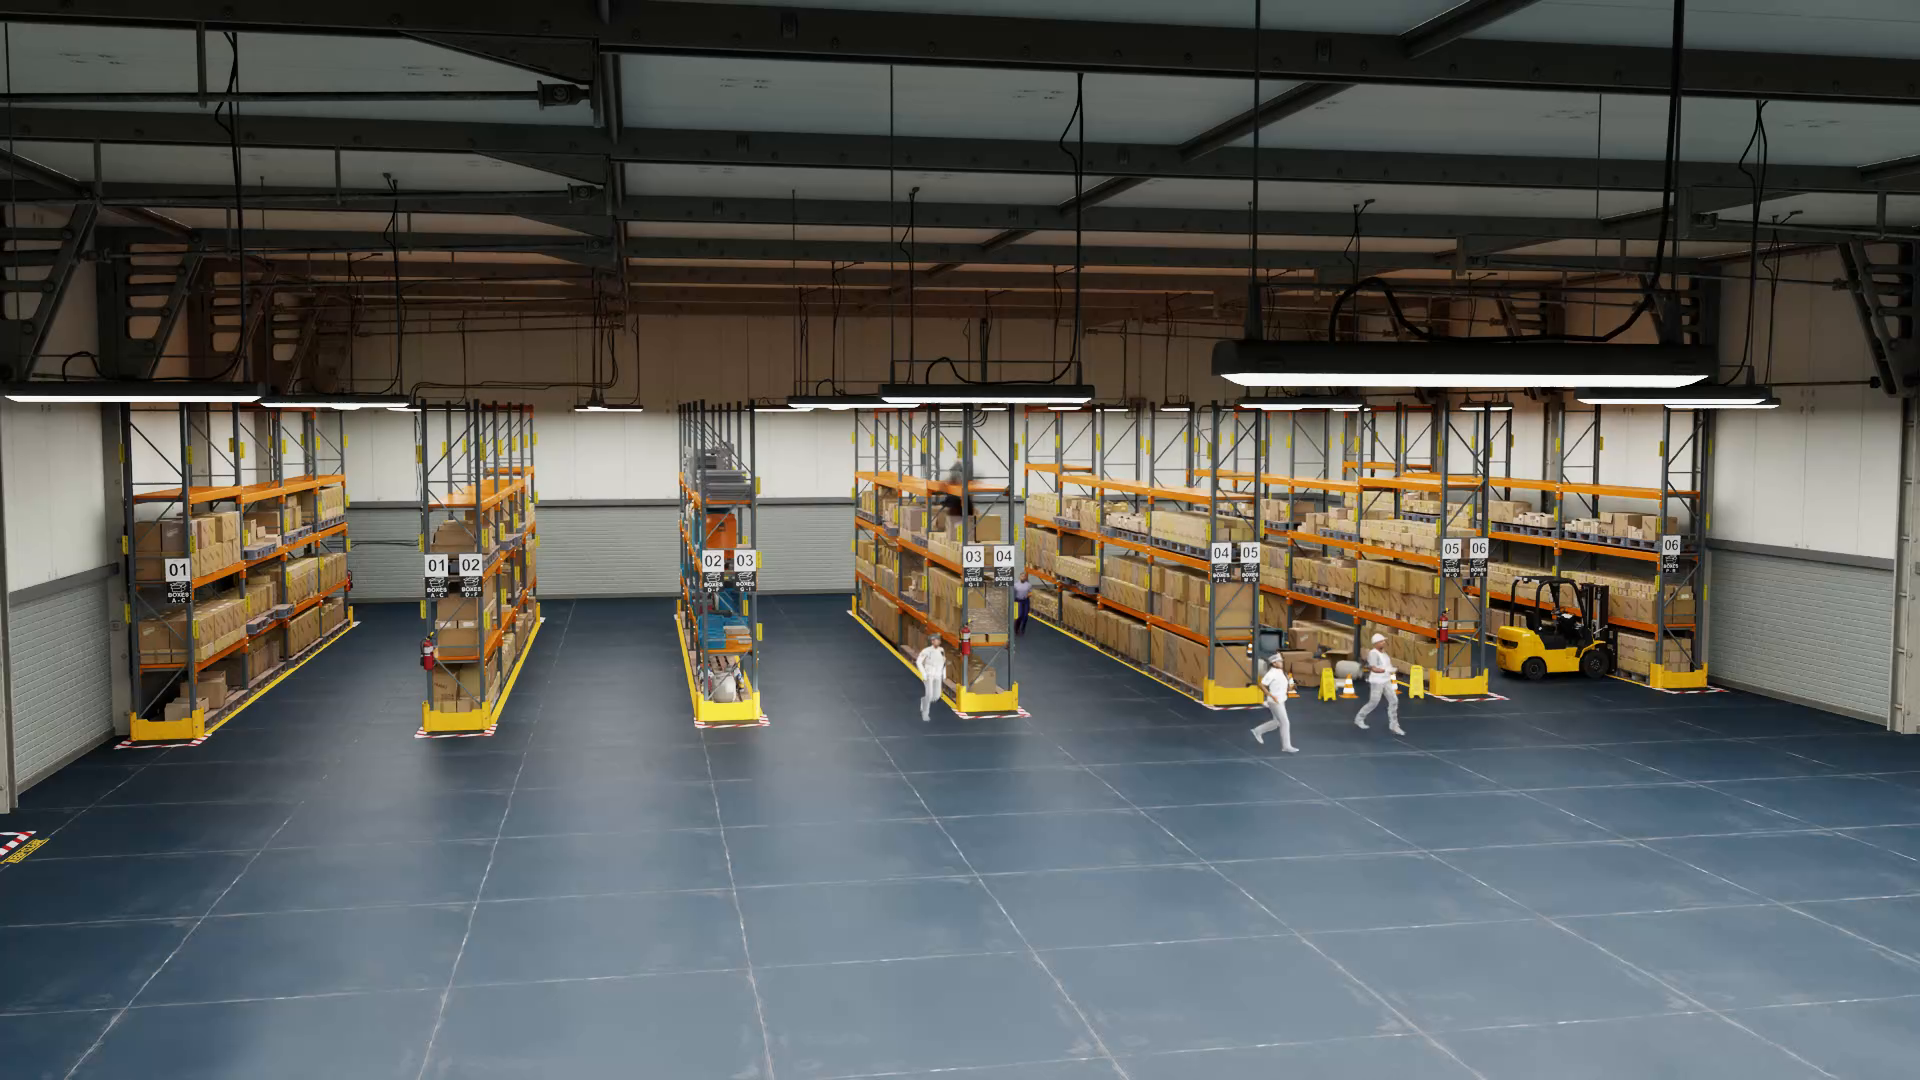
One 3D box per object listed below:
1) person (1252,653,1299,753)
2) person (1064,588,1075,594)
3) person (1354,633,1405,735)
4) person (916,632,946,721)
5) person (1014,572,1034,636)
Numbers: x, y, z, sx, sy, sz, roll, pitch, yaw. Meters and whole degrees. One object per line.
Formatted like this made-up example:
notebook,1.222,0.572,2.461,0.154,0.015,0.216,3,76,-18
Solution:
person,5.366,2.746,28.254,0.852,1.671,0.587,2,5,28
person,3.316,1.189,49.626,0.652,1.608,0.533,-3,6,-39
person,7.561,2.579,29.915,0.904,1.802,0.686,4,6,39
person,-0.539,2.557,31.382,0.660,1.647,0.531,-3,5,-31
person,1.616,1.662,43.047,0.586,1.640,0.647,-1,4,-11
